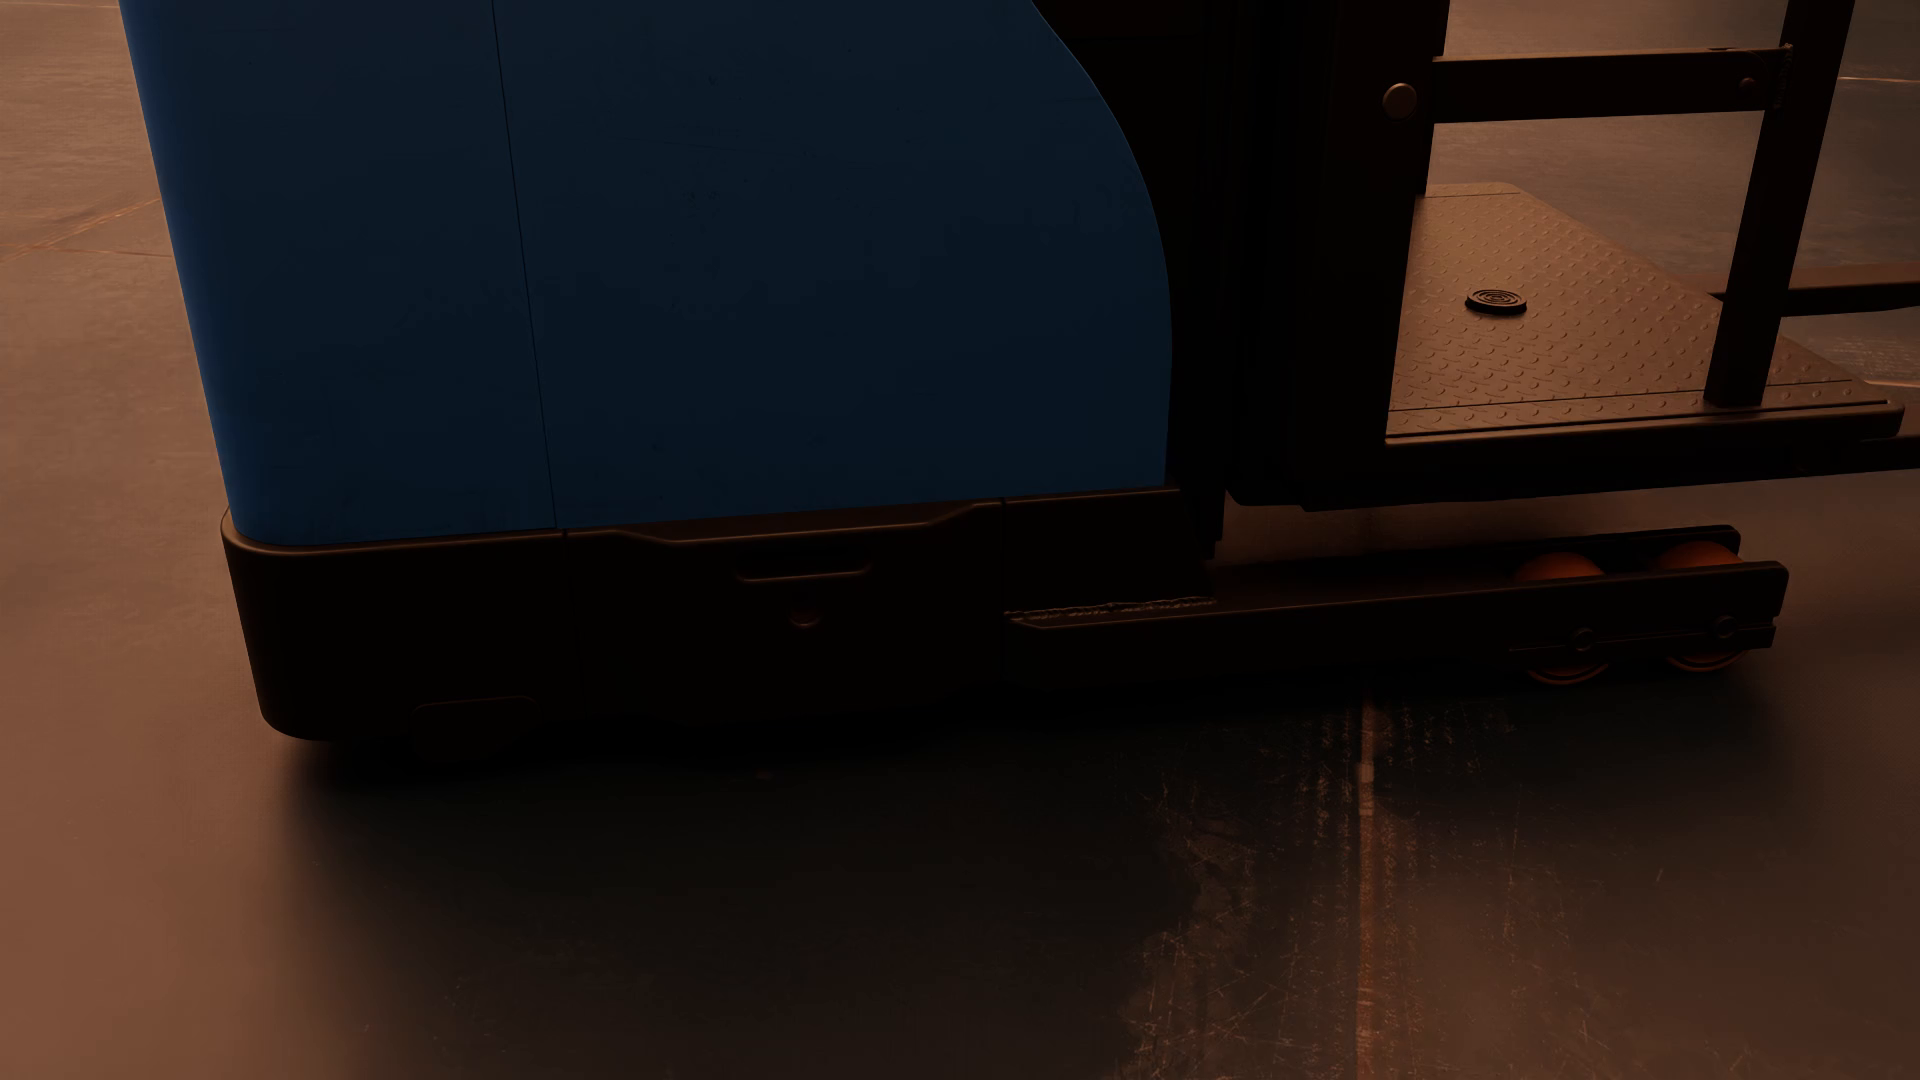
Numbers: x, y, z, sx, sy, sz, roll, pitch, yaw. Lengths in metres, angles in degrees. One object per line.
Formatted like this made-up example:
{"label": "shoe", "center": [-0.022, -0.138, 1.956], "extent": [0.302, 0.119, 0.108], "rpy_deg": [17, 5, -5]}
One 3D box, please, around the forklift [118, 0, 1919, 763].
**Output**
{"label": "forklift", "center": [0.600, -1.354, 1.930], "extent": [3.031, 2.935, 1.130], "rpy_deg": [-4, 27, -9]}
